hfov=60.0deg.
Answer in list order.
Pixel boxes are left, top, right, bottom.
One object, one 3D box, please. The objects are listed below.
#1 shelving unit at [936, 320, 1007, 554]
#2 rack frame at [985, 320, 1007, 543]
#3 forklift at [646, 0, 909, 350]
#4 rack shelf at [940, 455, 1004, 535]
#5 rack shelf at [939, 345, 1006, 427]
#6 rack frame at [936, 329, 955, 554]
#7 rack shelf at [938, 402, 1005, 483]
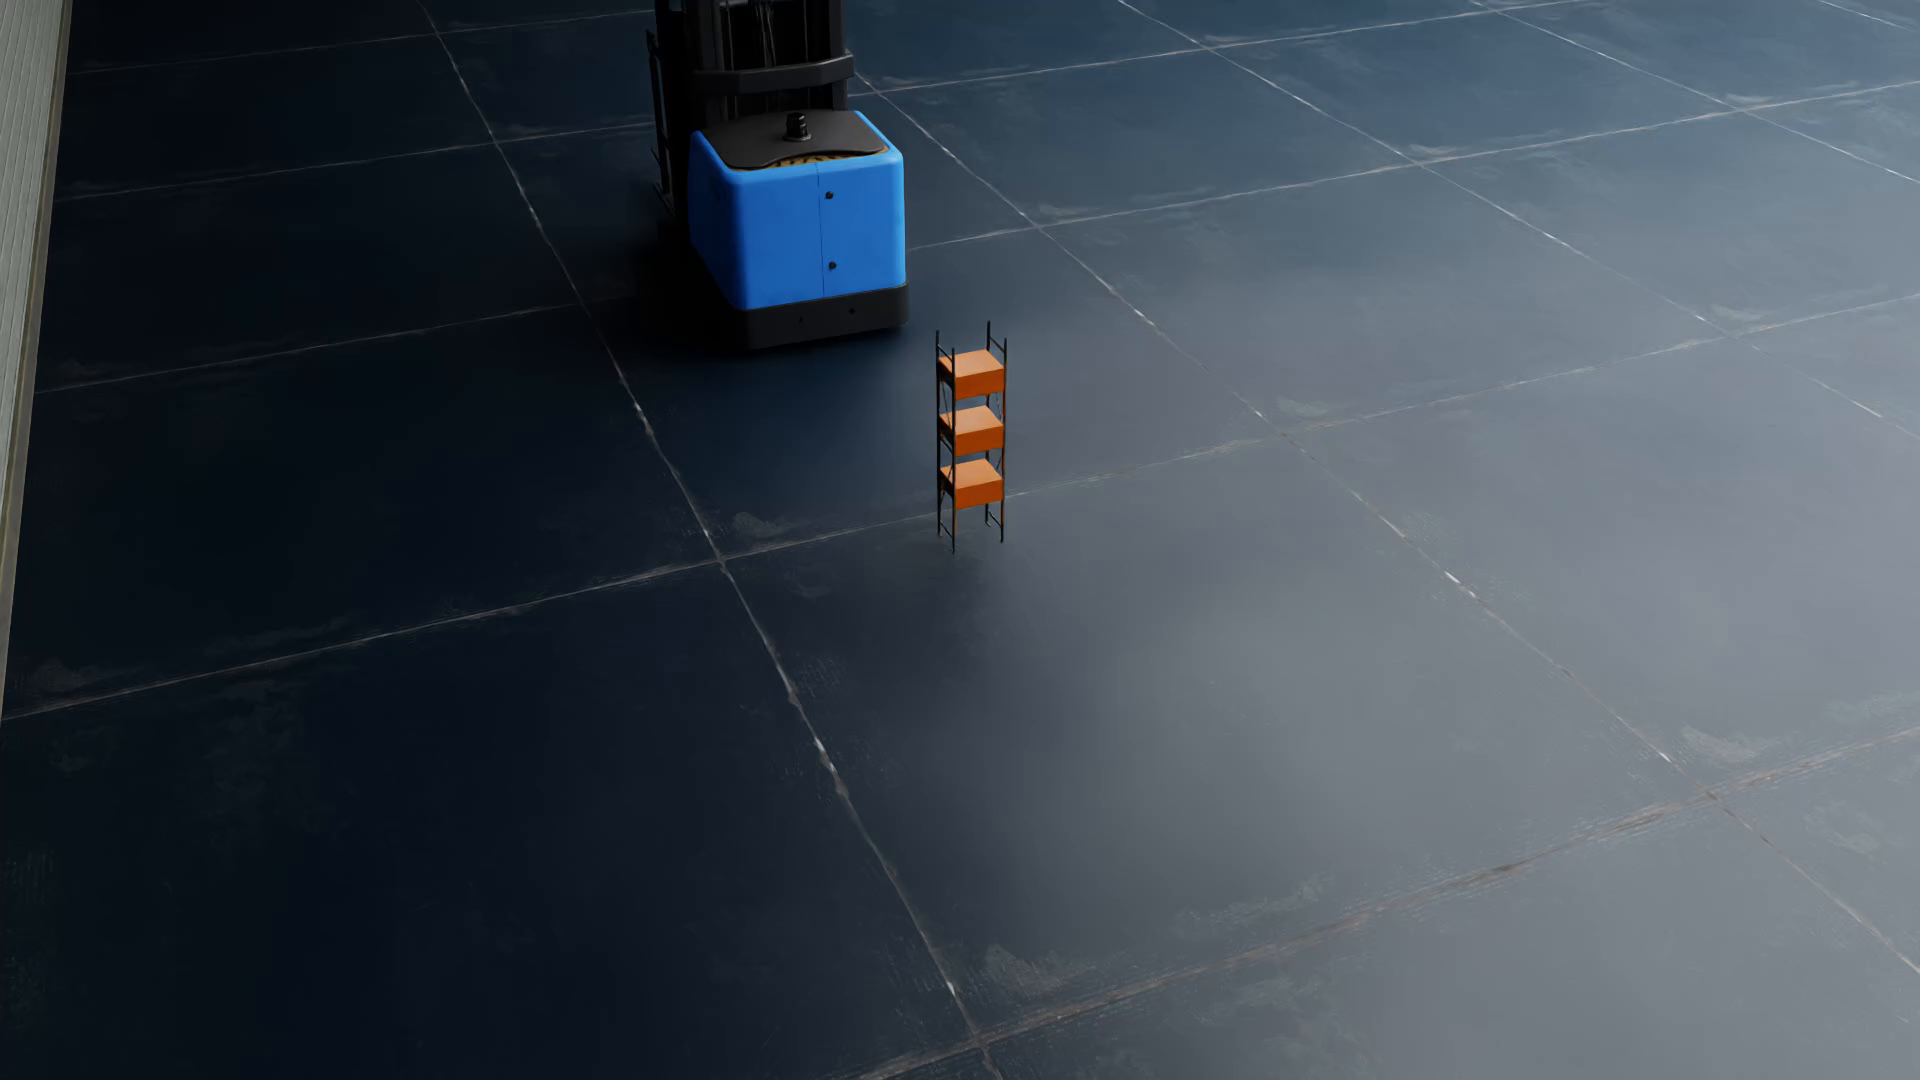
[{"bbox_3d":[0.049,-0.451,7.481,0.252,1.050,0.215,-13,35,-19],"label":"shelving unit"},{"bbox_3d":[0.162,-0.477,7.521,0.008,1.050,0.200,-13,35,-19],"label":"rack frame"},{"bbox_3d":[-1.290,-3.079,9.795,1.130,2.935,3.031,-12,35,-17],"label":"forklift"},{"bbox_3d":[0.049,-0.210,7.638,0.240,0.259,0.215,-13,35,-19],"label":"rack shelf"},{"bbox_3d":[0.049,-0.680,7.332,0.240,0.259,0.215,-13,35,-19],"label":"rack shelf"},{"bbox_3d":[-0.063,-0.426,7.441,0.008,1.050,0.200,-13,35,-19],"label":"rack frame"},{"bbox_3d":[0.049,-0.442,7.487,0.240,0.259,0.215,-13,35,-19],"label":"rack shelf"}]
